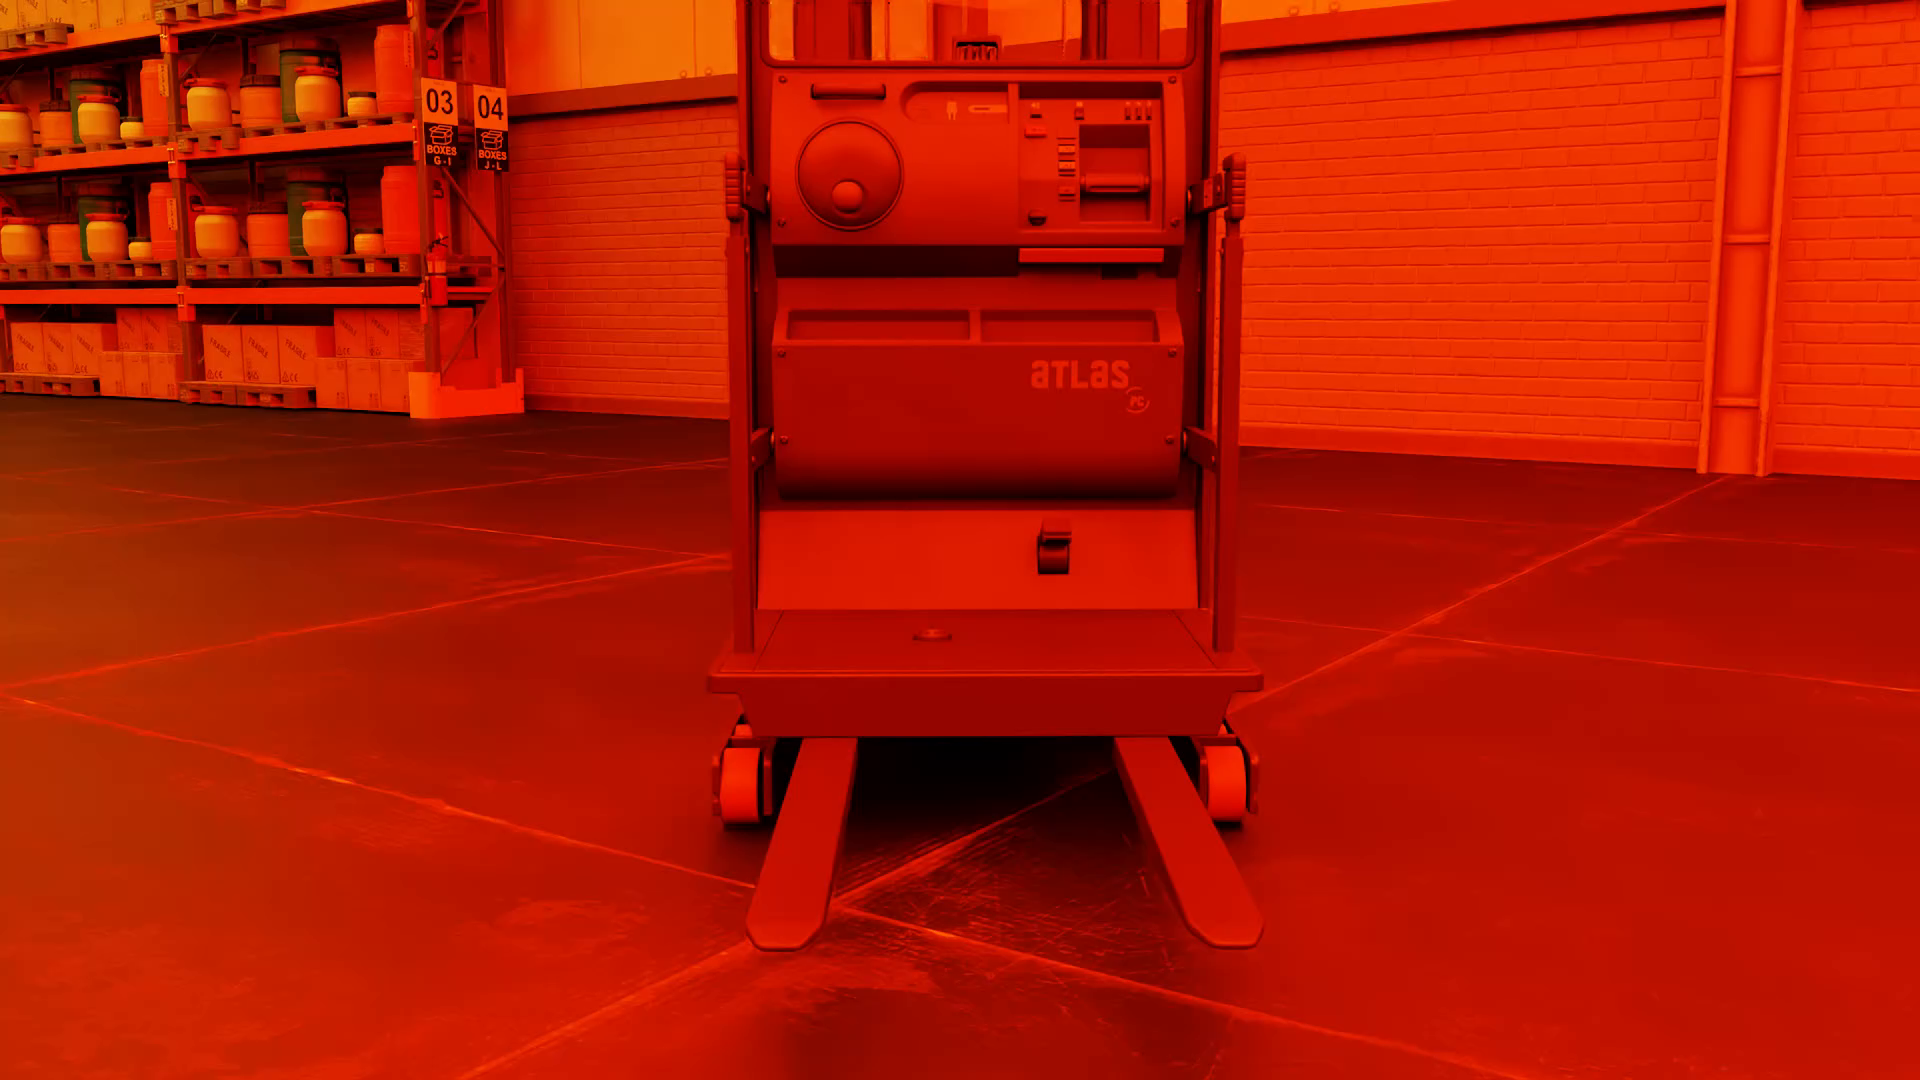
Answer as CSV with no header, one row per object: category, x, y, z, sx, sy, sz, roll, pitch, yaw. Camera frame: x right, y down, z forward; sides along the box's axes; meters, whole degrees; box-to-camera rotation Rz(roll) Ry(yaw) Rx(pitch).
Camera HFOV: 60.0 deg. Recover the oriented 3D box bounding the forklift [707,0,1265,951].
forklift,0.045,-0.903,3.542,1.130,2.935,3.031,0,8,-1
